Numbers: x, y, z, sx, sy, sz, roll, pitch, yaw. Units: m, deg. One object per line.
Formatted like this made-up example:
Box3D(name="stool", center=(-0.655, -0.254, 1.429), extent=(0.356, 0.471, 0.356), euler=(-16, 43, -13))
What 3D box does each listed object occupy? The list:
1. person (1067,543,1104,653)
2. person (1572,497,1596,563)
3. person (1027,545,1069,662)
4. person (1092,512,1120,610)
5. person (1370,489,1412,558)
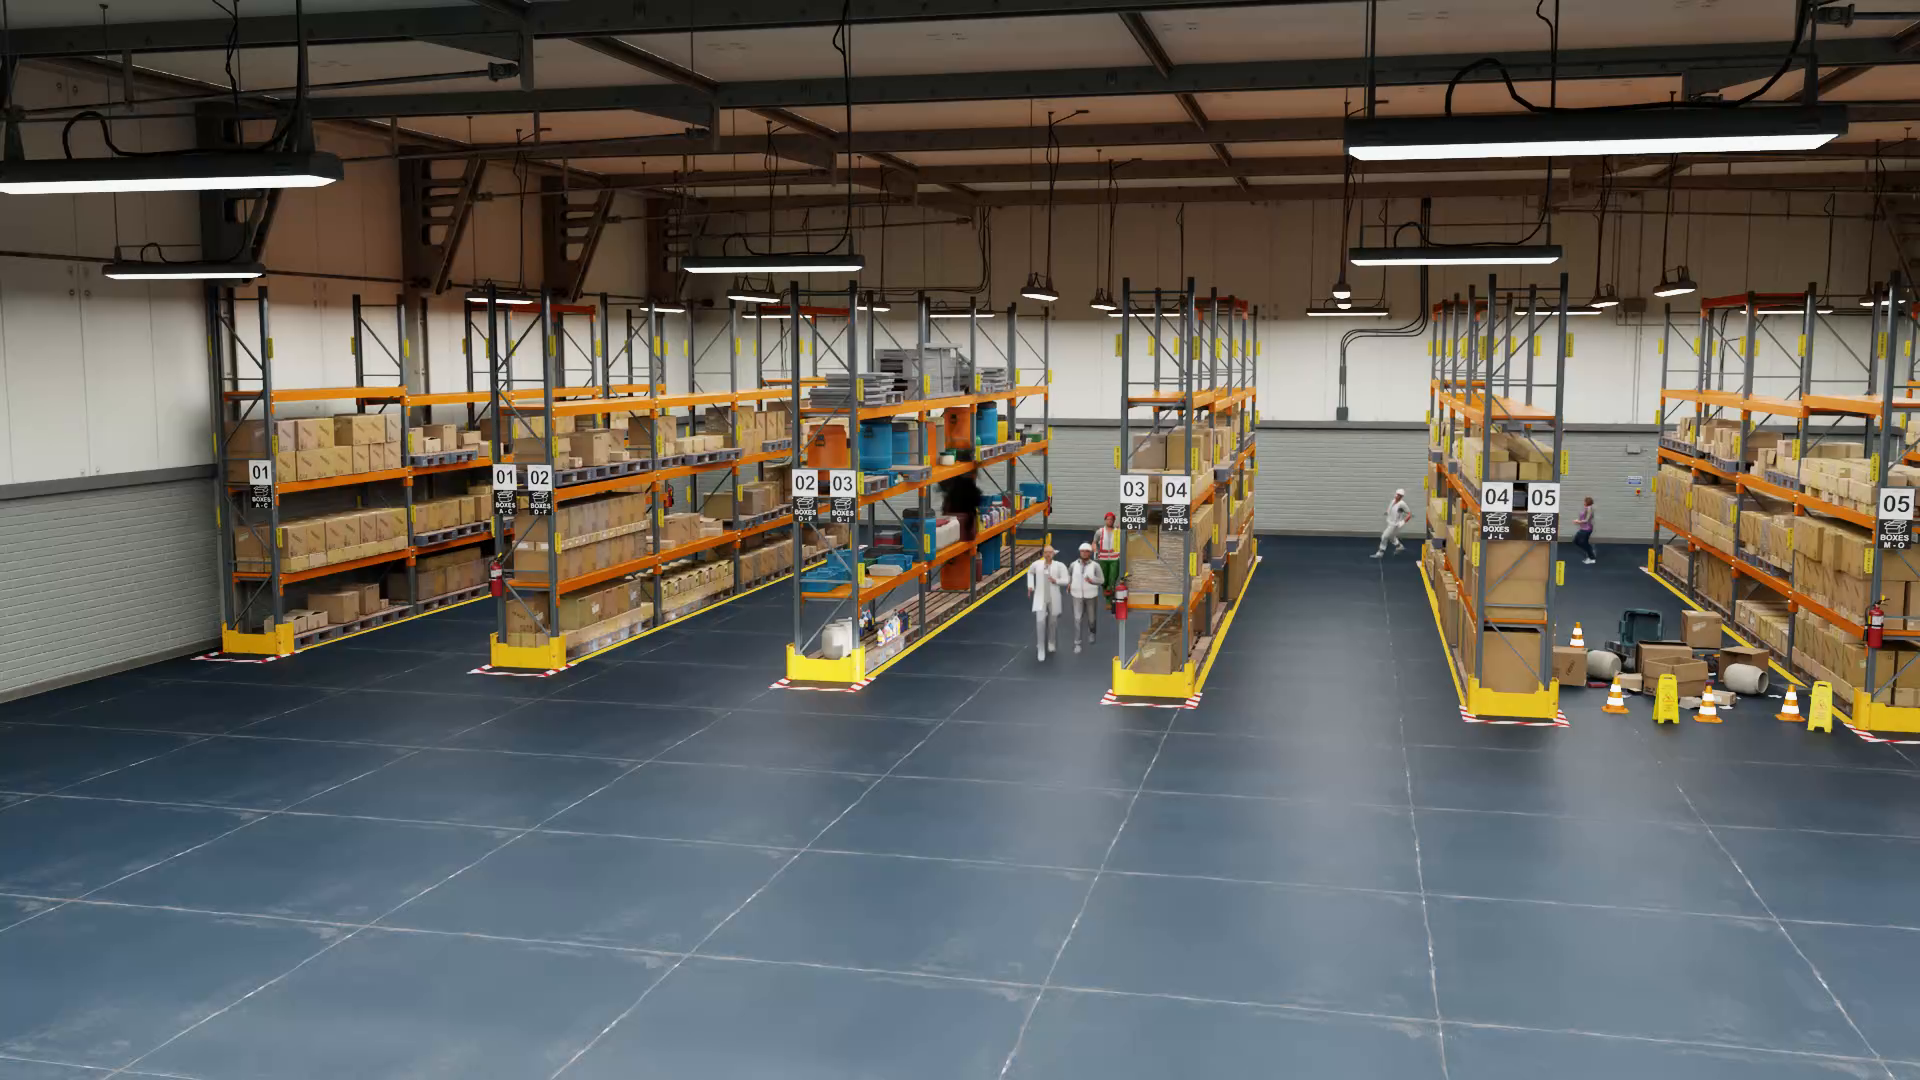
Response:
Box3D(name="person", center=(2.038, 0.921, 27.216), extent=(0.657, 1.753, 0.970), euler=(1, 7, 11))
Box3D(name="person", center=(14.604, -0.247, 38.893), extent=(0.581, 1.558, 0.516), euler=(1, 7, 8))
Box3D(name="person", center=(1.429, 1.001, 27.071), extent=(0.677, 1.836, 0.903), euler=(0, 7, 3))
Box3D(name="person", center=(2.735, 0.364, 30.326), extent=(0.653, 1.760, 0.704), euler=(1, 7, 6))
Box3D(name="person", center=(10.251, -0.397, 39.636), extent=(0.898, 1.694, 0.865), euler=(1, 7, 8))
